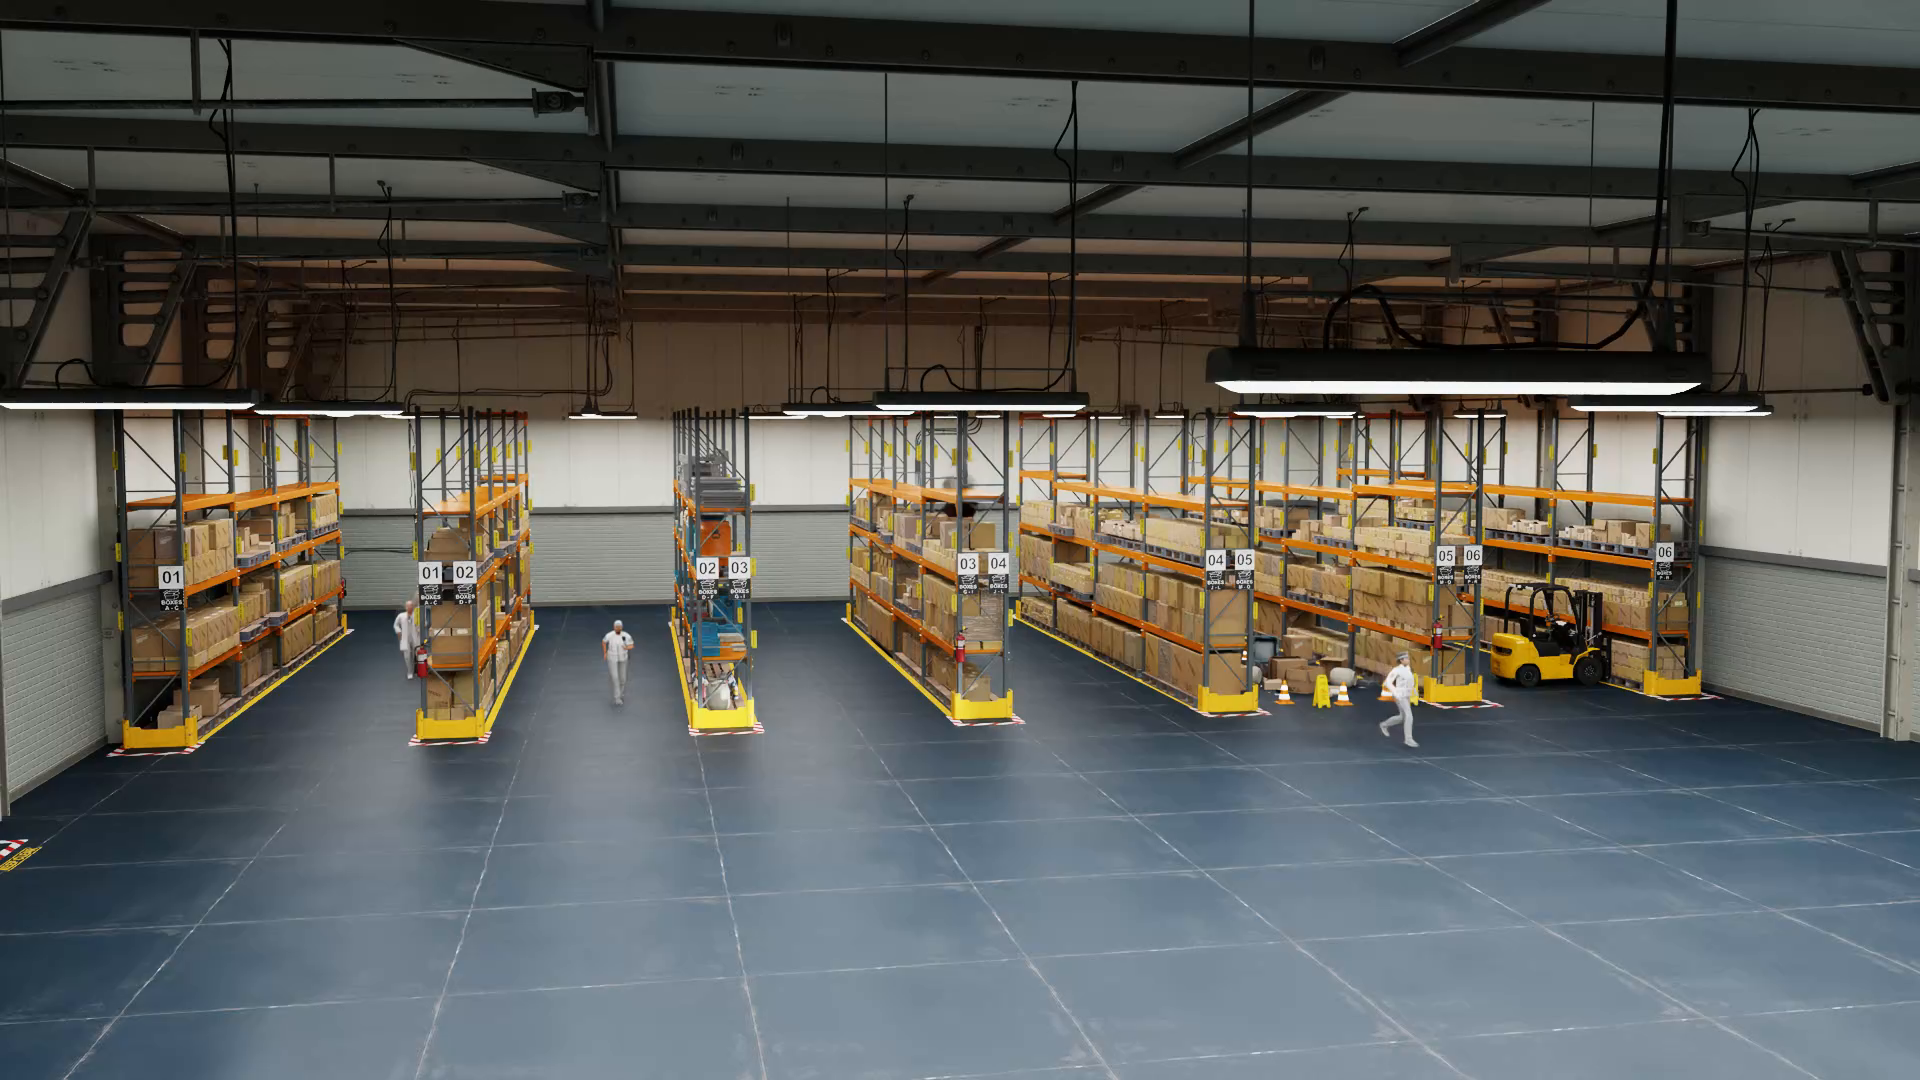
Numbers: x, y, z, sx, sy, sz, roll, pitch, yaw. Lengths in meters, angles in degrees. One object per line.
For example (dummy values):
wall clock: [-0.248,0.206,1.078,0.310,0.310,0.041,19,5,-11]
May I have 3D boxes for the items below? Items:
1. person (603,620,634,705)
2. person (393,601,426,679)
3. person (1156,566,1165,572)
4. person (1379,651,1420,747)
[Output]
person: [-6.956,2.463,33.885,0.599,1.661,0.937,-1,4,-18]
person: [-12.255,2.223,37.049,0.707,1.724,0.668,-1,4,-16]
person: [6.175,1.314,50.880,0.584,1.586,0.685,0,4,-1]
person: [7.825,2.797,29.566,0.796,1.689,0.632,4,5,41]
